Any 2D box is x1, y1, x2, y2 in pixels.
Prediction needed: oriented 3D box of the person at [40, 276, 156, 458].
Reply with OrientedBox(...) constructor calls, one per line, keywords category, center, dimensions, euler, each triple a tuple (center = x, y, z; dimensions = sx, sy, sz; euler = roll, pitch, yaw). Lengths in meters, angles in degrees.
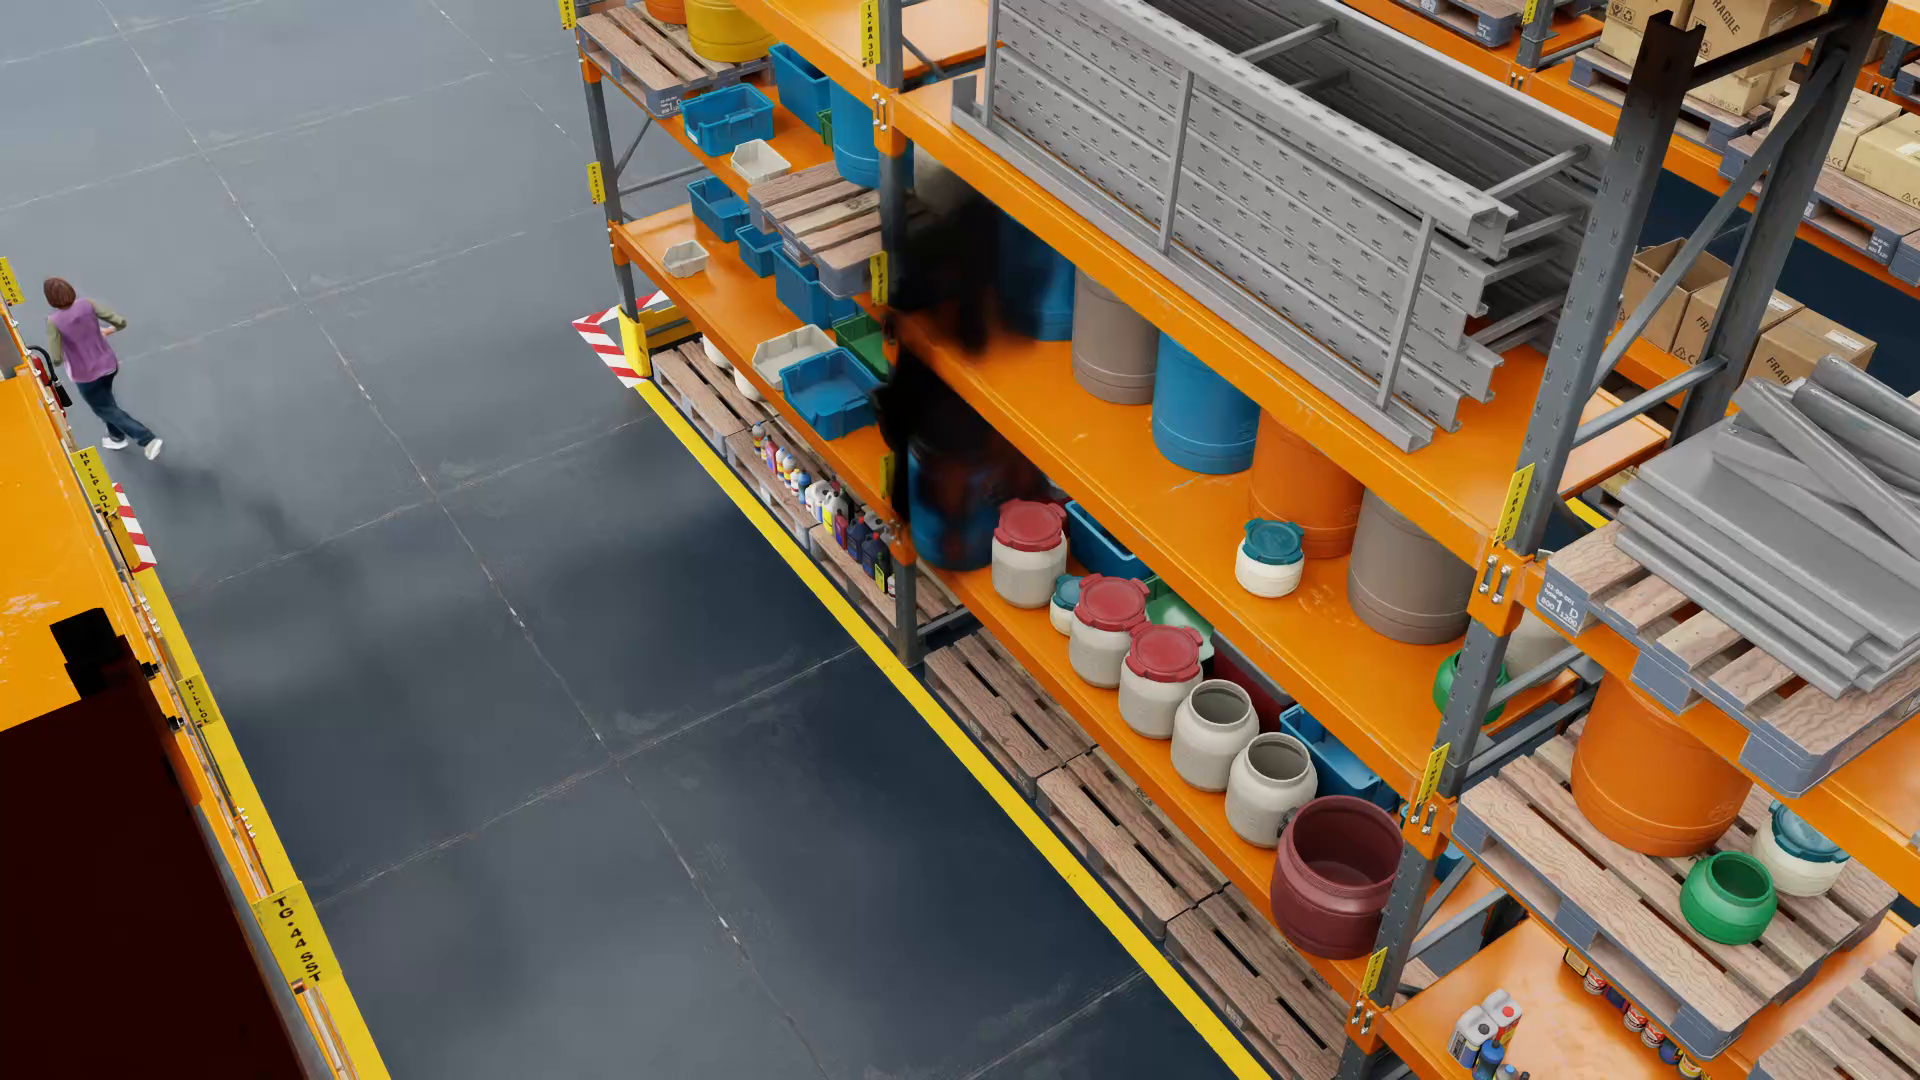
OrientedBox(category="person", center=(-6.200, -1.198, 11.923), dimensions=(0.688, 1.599, 0.587), euler=(24, 48, 24))
